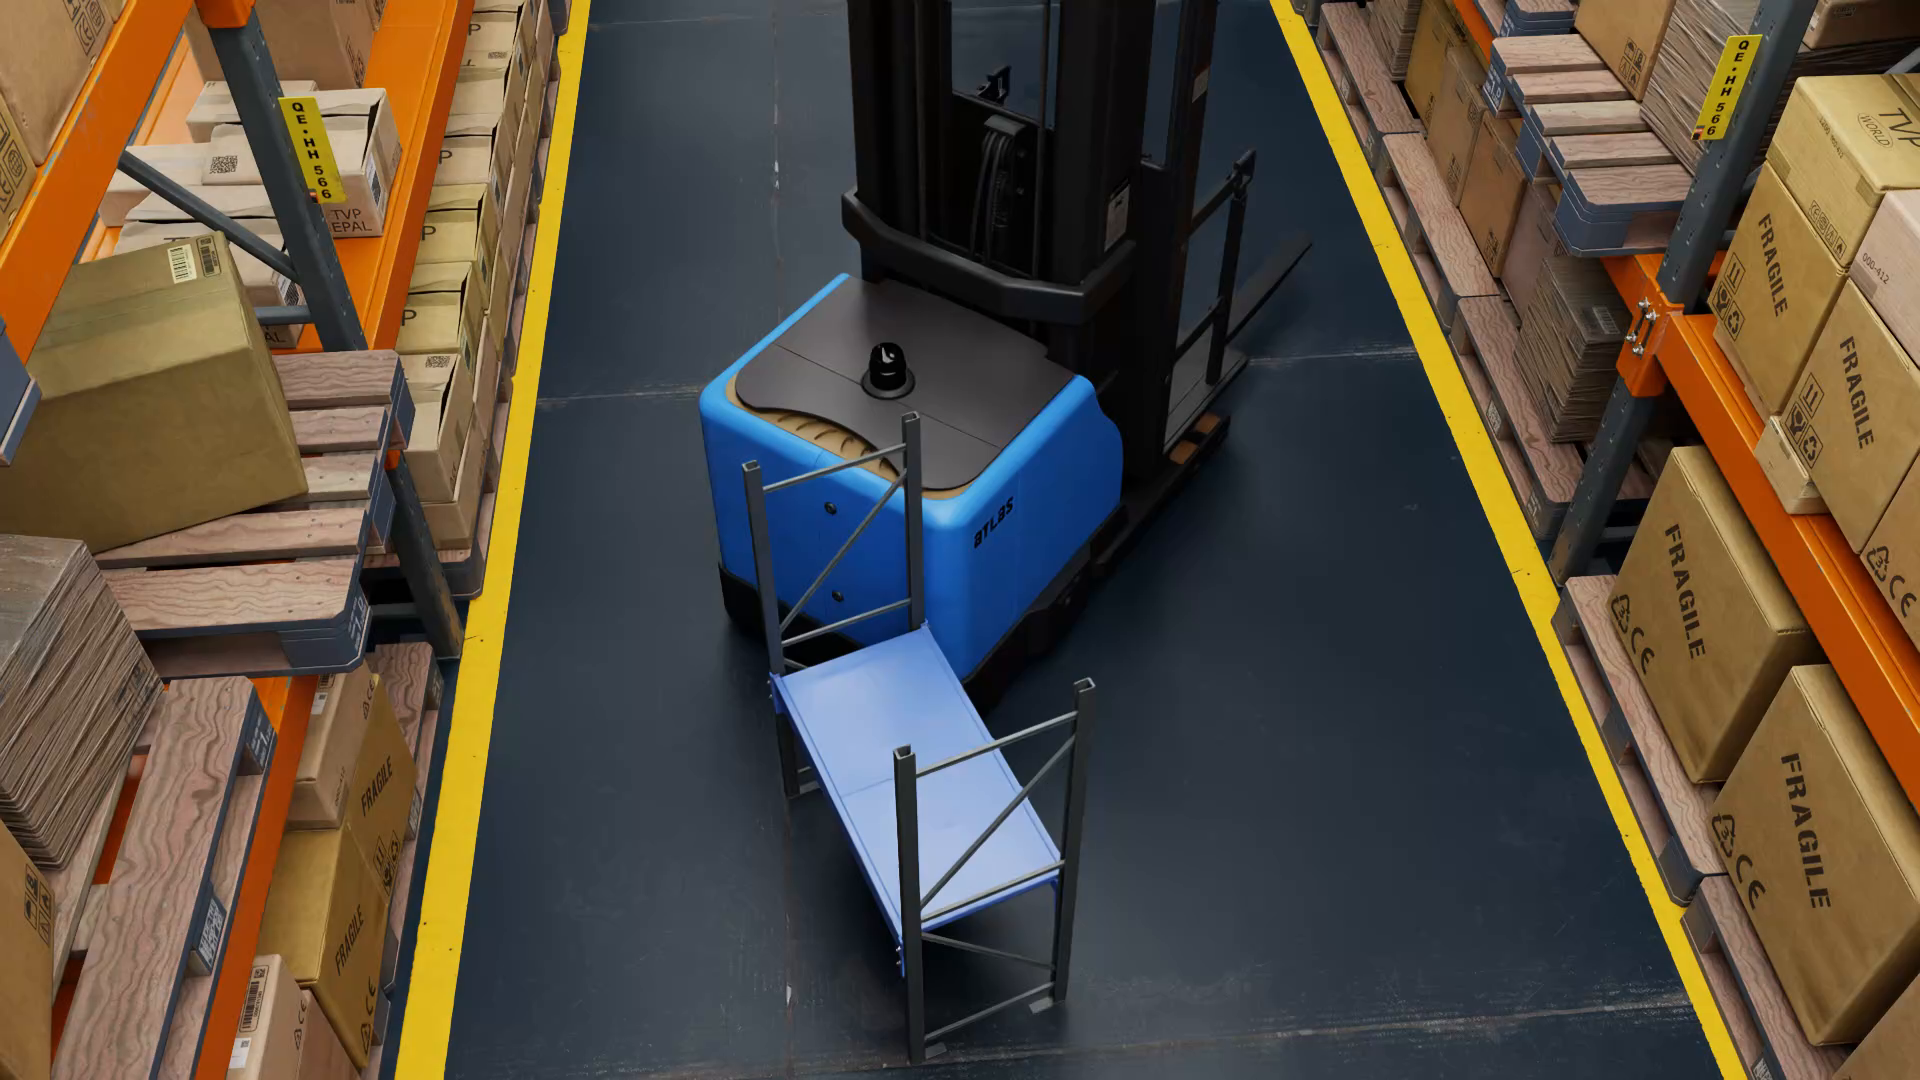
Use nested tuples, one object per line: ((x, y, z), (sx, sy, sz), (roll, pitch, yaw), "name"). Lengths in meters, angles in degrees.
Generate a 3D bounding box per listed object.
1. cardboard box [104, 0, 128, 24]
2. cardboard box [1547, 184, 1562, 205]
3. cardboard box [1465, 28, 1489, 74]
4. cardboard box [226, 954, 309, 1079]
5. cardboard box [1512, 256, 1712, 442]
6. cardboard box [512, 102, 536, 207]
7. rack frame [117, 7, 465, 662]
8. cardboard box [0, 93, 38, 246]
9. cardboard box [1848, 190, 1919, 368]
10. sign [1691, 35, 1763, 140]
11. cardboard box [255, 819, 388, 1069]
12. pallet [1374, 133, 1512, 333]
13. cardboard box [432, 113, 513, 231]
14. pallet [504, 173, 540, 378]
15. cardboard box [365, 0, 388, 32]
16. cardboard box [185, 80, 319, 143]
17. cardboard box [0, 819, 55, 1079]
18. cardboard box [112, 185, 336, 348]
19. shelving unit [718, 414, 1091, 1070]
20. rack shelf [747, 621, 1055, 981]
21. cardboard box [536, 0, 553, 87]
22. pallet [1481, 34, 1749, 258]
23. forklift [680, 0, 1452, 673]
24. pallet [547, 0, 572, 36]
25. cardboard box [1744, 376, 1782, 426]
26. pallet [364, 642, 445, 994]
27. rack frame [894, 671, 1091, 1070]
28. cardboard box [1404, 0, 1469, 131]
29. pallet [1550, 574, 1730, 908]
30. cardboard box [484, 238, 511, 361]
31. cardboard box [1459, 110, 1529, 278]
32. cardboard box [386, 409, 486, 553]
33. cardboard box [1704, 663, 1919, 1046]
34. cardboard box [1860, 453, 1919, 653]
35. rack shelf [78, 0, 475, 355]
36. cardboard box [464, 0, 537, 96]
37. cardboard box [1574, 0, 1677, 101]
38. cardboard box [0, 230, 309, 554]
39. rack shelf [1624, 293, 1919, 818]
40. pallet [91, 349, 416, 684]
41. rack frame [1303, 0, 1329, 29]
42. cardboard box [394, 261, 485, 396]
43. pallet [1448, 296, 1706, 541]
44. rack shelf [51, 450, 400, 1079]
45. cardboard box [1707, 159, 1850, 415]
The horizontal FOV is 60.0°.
((-2.190, -1.374, 3.351), (0.910, 0.500, 0.500), (-3, 47, -3), "cardboard box")
((2.579, -1.409, 6.421), (0.500, 0.250, 0.500), (-3, 47, -3), "cardboard box")
((2.507, -2.143, 7.116), (0.500, 0.250, 0.500), (-5, 47, -4), "cardboard box")
((-1.849, 1.271, 3.882), (0.500, 0.250, 0.500), (-4, 47, -4), "cardboard box")
((2.564, -0.735, 6.299), (0.700, 0.500, 0.500), (-3, 47, -3), "cardboard box")
((-2.187, -1.696, 7.395), (0.500, 0.250, 0.500), (-3, 47, -2), "cardboard box")
((-2.260, -0.622, 4.773), (1.000, 3.000, 0.127), (-3, 47, -3), "rack frame")
((-2.104, -0.629, 2.645), (0.910, 0.500, 0.500), (-3, 47, -3), "cardboard box")
((2.503, -0.594, 3.943), (0.500, 0.250, 0.500), (-4, 47, -4), "cardboard box")
((2.136, -1.257, 4.631), (0.100, 0.325, 0.005), (-3, 47, -3), "sign")
((-1.905, 1.123, 4.539), (0.500, 0.500, 0.500), (-5, 47, -5), "cardboard box")
((2.513, -1.413, 7.443), (1.003, 0.211, 1.213), (-3, 47, -3), "pallet")
((-2.147, -1.531, 6.852), (0.500, 0.311, 0.500), (-4, 47, -4), "cardboard box")
((-2.389, -1.142, 7.186), (1.003, 0.211, 1.213), (-3, 47, -3), "pallet")
((-2.461, -2.250, 6.246), (0.500, 0.500, 0.500), (-3, 47, -3), "cardboard box")
((-2.423, -1.455, 5.735), (0.380, 0.149, 0.250), (0, 47, 0), "cardboard box")
((-2.134, 0.819, 3.050), (0.700, 0.500, 0.500), (-14, 48, -13), "cardboard box")
((-2.247, -0.857, 5.057), (0.500, 0.311, 0.500), (-1, 47, -1), "cardboard box")
((-0.164, 0.593, 4.655), (0.538, 1.500, 1.048), (-21, 50, -19), "shelving unit")
((-0.164, 0.717, 4.786), (0.538, 0.185, 1.000), (-21, 50, -19), "rack shelf")
((-2.271, -2.432, 8.092), (0.500, 0.250, 0.500), (-4, 47, -4), "cardboard box")
((2.510, -1.369, 5.613), (1.213, 0.211, 1.003), (-3, 47, -3), "pallet")
((0.568, -1.292, 5.455), (3.031, 2.935, 1.130), (-27, 52, -23), "forklift")
((-2.620, -3.135, 9.074), (1.003, 0.211, 1.213), (-3, 47, -3), "pallet")
((2.485, -0.411, 4.733), (0.380, 0.149, 0.250), (-3, 47, -3), "cardboard box")
((-2.235, 0.880, 5.272), (1.003, 0.211, 1.213), (-3, 47, -3), "pallet")
((0.078, 0.918, 4.348), (0.500, 1.500, 0.032), (-21, 50, -19), "rack frame")
((2.513, -2.209, 7.695), (0.700, 0.500, 0.500), (-4, 47, -4), "cardboard box")
((2.667, 0.608, 5.529), (1.003, 0.211, 1.213), (-3, 47, -3), "pallet")
((-2.104, -0.957, 6.695), (0.500, 0.250, 0.500), (-5, 47, -4), "cardboard box")
((2.567, -1.473, 6.997), (0.700, 0.500, 0.500), (-4, 47, -4), "cardboard box")
((-2.011, -0.218, 5.995), (0.500, 0.250, 0.500), (-4, 47, -3), "cardboard box")
((2.674, 0.843, 4.577), (0.750, 0.750, 0.750), (-4, 47, -3), "cardboard box")
((2.537, 0.036, 3.862), (0.500, 0.500, 0.500), (-4, 47, -3), "cardboard box")
((-2.427, -1.821, 6.405), (1.077, 0.370, 4.000), (-3, 47, -3), "rack shelf")
((-2.225, -2.256, 7.539), (0.500, 0.311, 0.500), (-2, 47, -2), "cardboard box")
((2.553, -1.853, 5.568), (0.700, 0.500, 0.500), (-7, 47, -7), "cardboard box")
((-2.095, -0.352, 4.159), (0.700, 0.500, 0.500), (-18, 49, -16), "cardboard box")
((2.844, 0.769, 3.951), (1.077, 0.370, 4.000), (-3, 47, -3), "rack shelf")
((-2.133, -0.070, 4.382), (1.213, 0.211, 1.003), (-3, 47, -3), "pallet")
((2.341, -3.820, 7.802), (1.000, 3.000, 0.127), (-3, 47, -3), "rack frame")
((-2.063, -0.790, 6.150), (0.500, 0.311, 0.500), (-5, 47, -4), "cardboard box")
((2.612, -0.532, 6.609), (1.003, 0.211, 1.213), (-3, 47, -3), "pallet")
((-2.092, 1.073, 3.664), (1.077, 0.370, 4.000), (-3, 47, -3), "rack shelf")
((2.462, -0.702, 4.562), (0.500, 0.500, 0.500), (-2, 47, -2), "cardboard box")
